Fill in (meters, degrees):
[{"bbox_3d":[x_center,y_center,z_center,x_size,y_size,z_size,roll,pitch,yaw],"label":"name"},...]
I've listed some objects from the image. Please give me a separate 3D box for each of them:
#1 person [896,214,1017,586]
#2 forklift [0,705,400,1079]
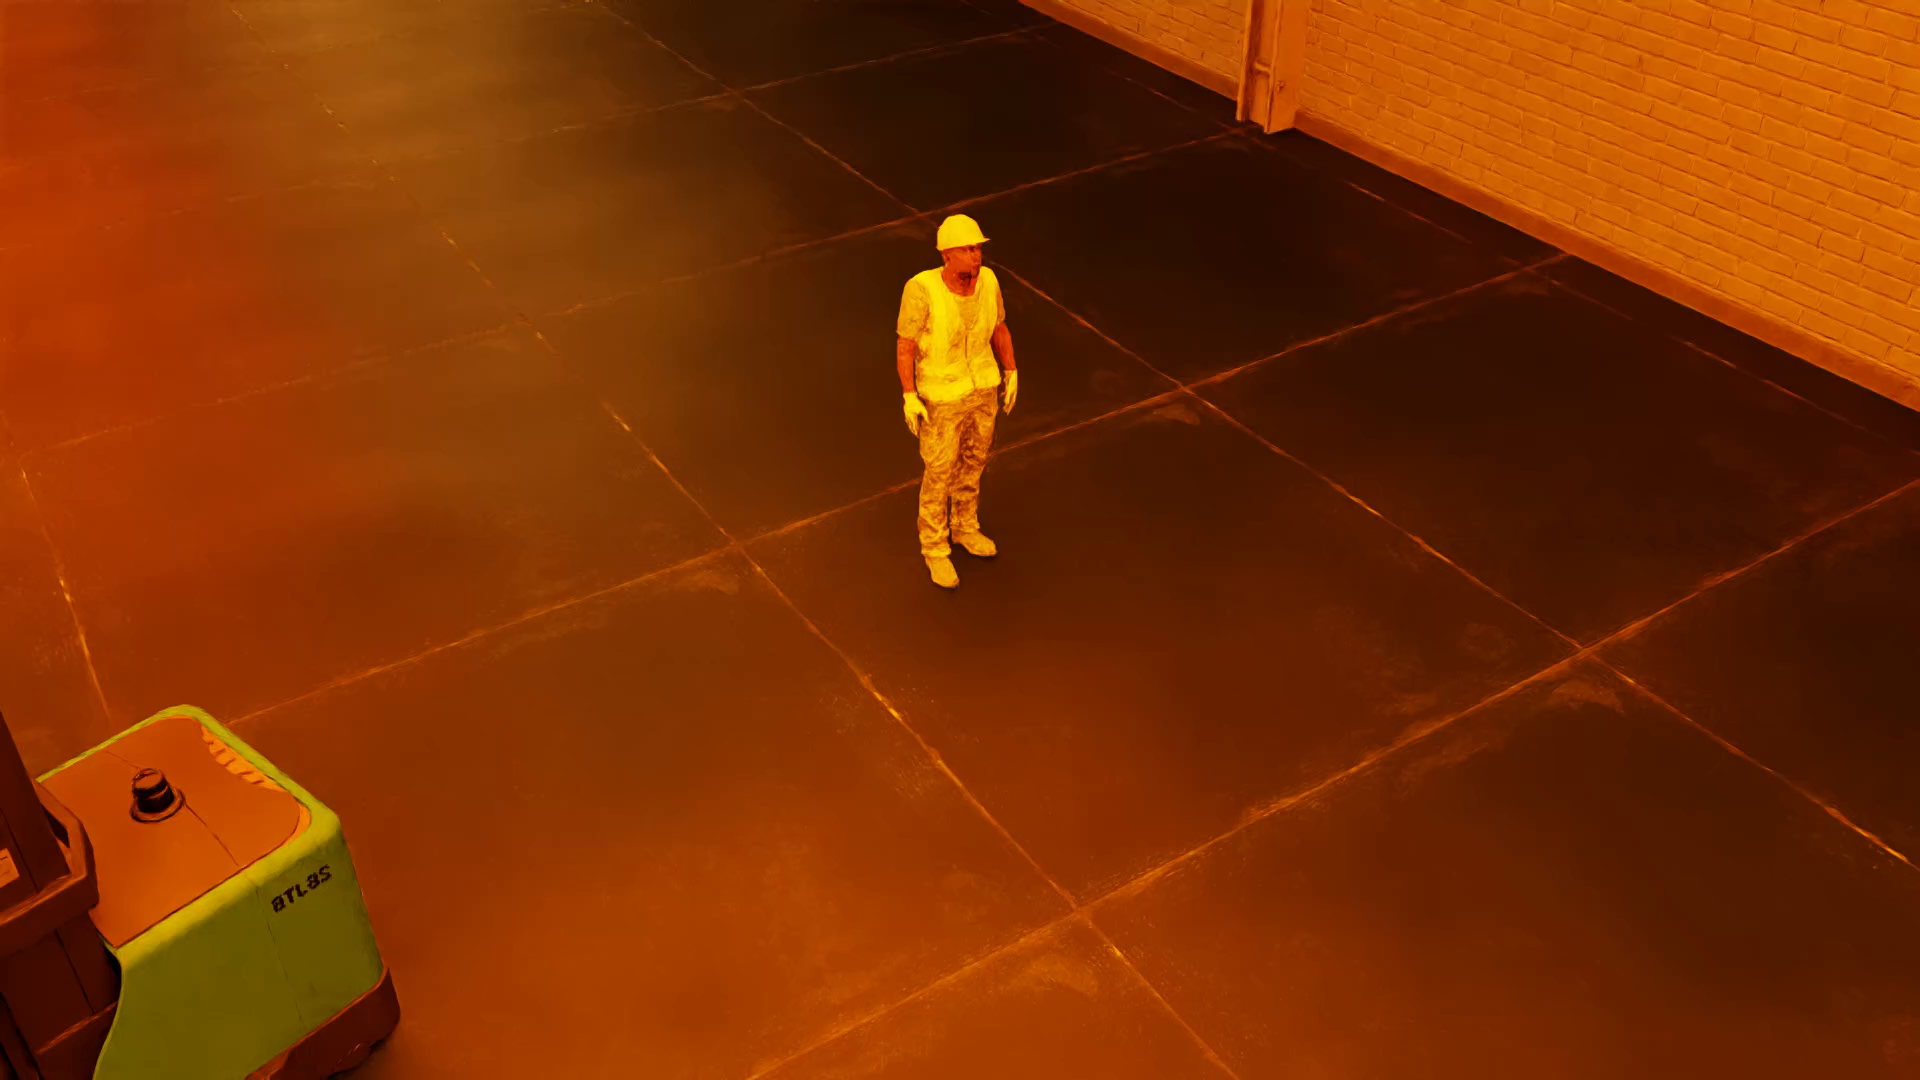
[{"bbox_3d":[0.033,-0.698,8.127,0.655,1.782,0.576,-21,40,-27],"label":"person"},{"bbox_3d":[-3.376,1.080,4.611,1.130,2.935,3.031,25,42,31],"label":"forklift"}]
